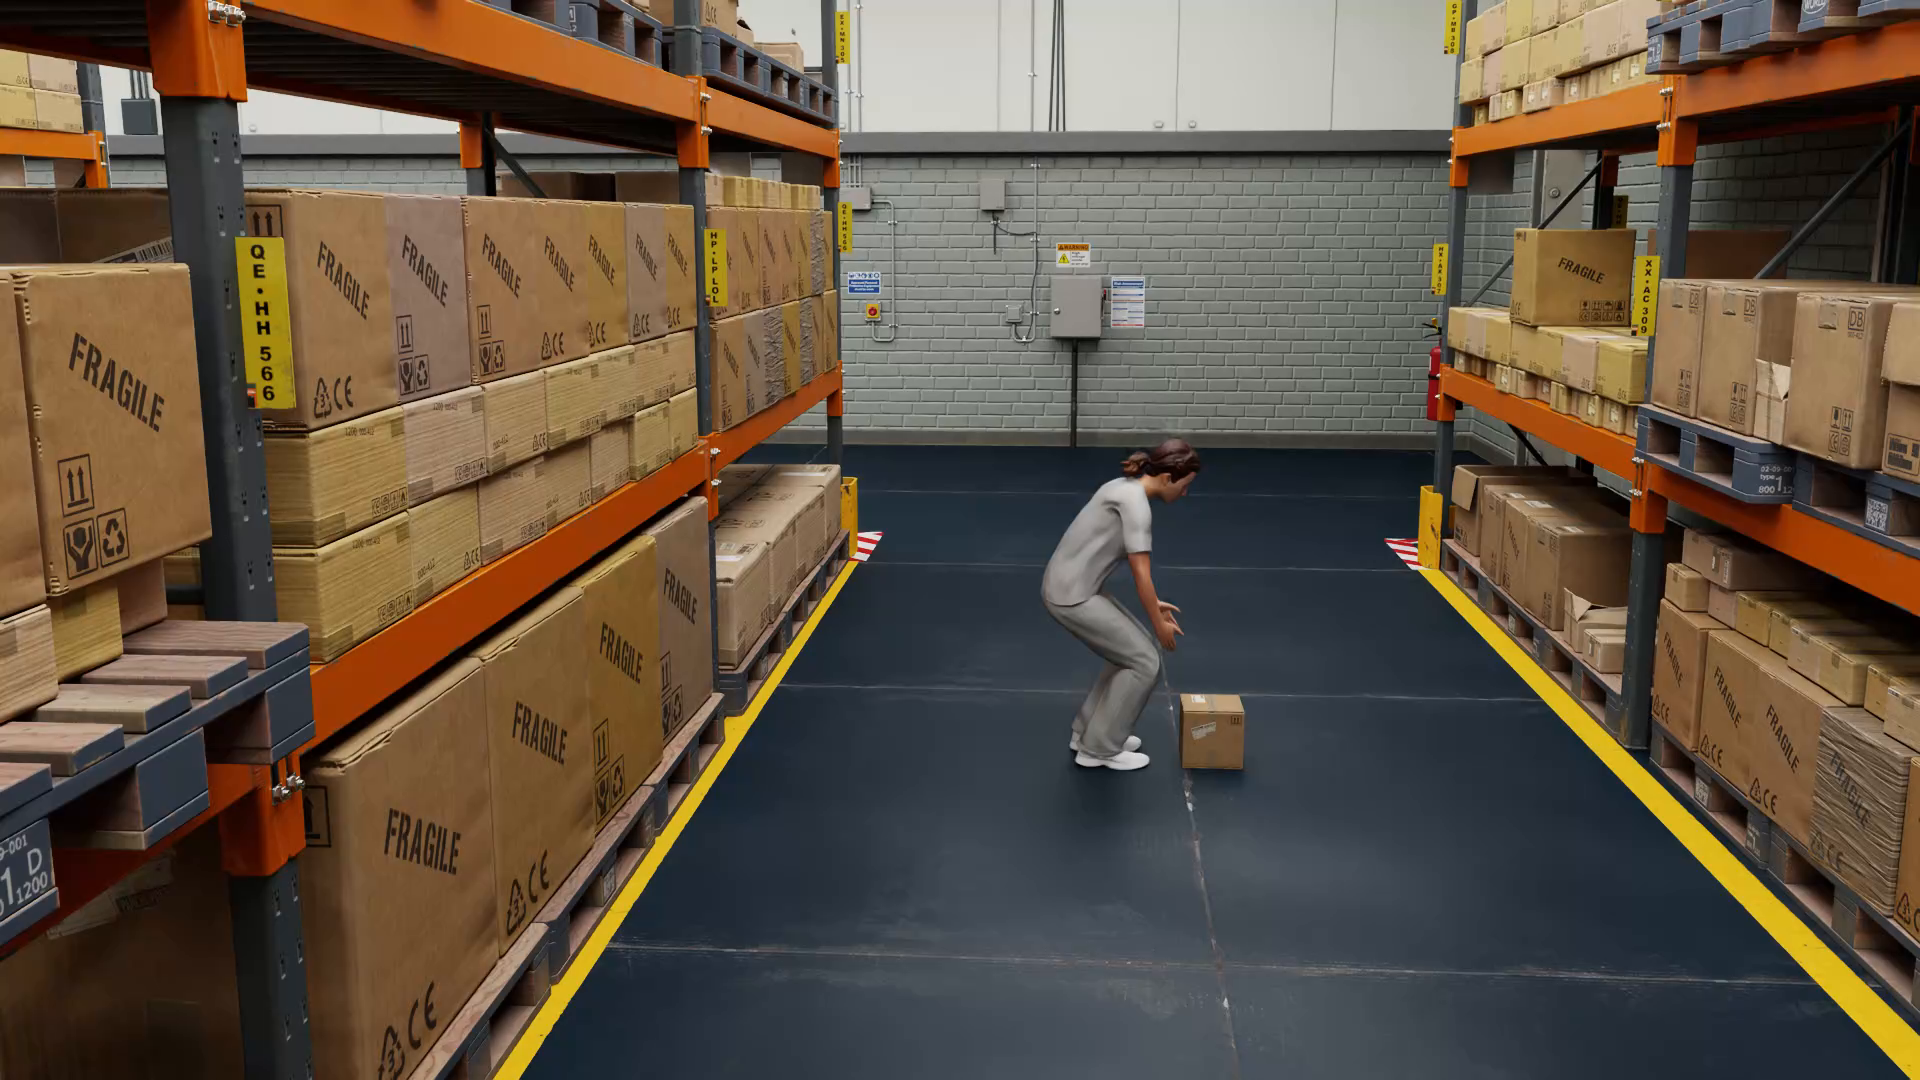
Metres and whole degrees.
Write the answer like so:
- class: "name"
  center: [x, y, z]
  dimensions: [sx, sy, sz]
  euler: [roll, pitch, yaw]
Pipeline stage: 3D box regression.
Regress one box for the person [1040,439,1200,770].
- class: "person"
  center: [0.663, 0.253, 6.961]
  dimensions: [0.652, 1.362, 0.491]
  euler: [1, 11, 4]
